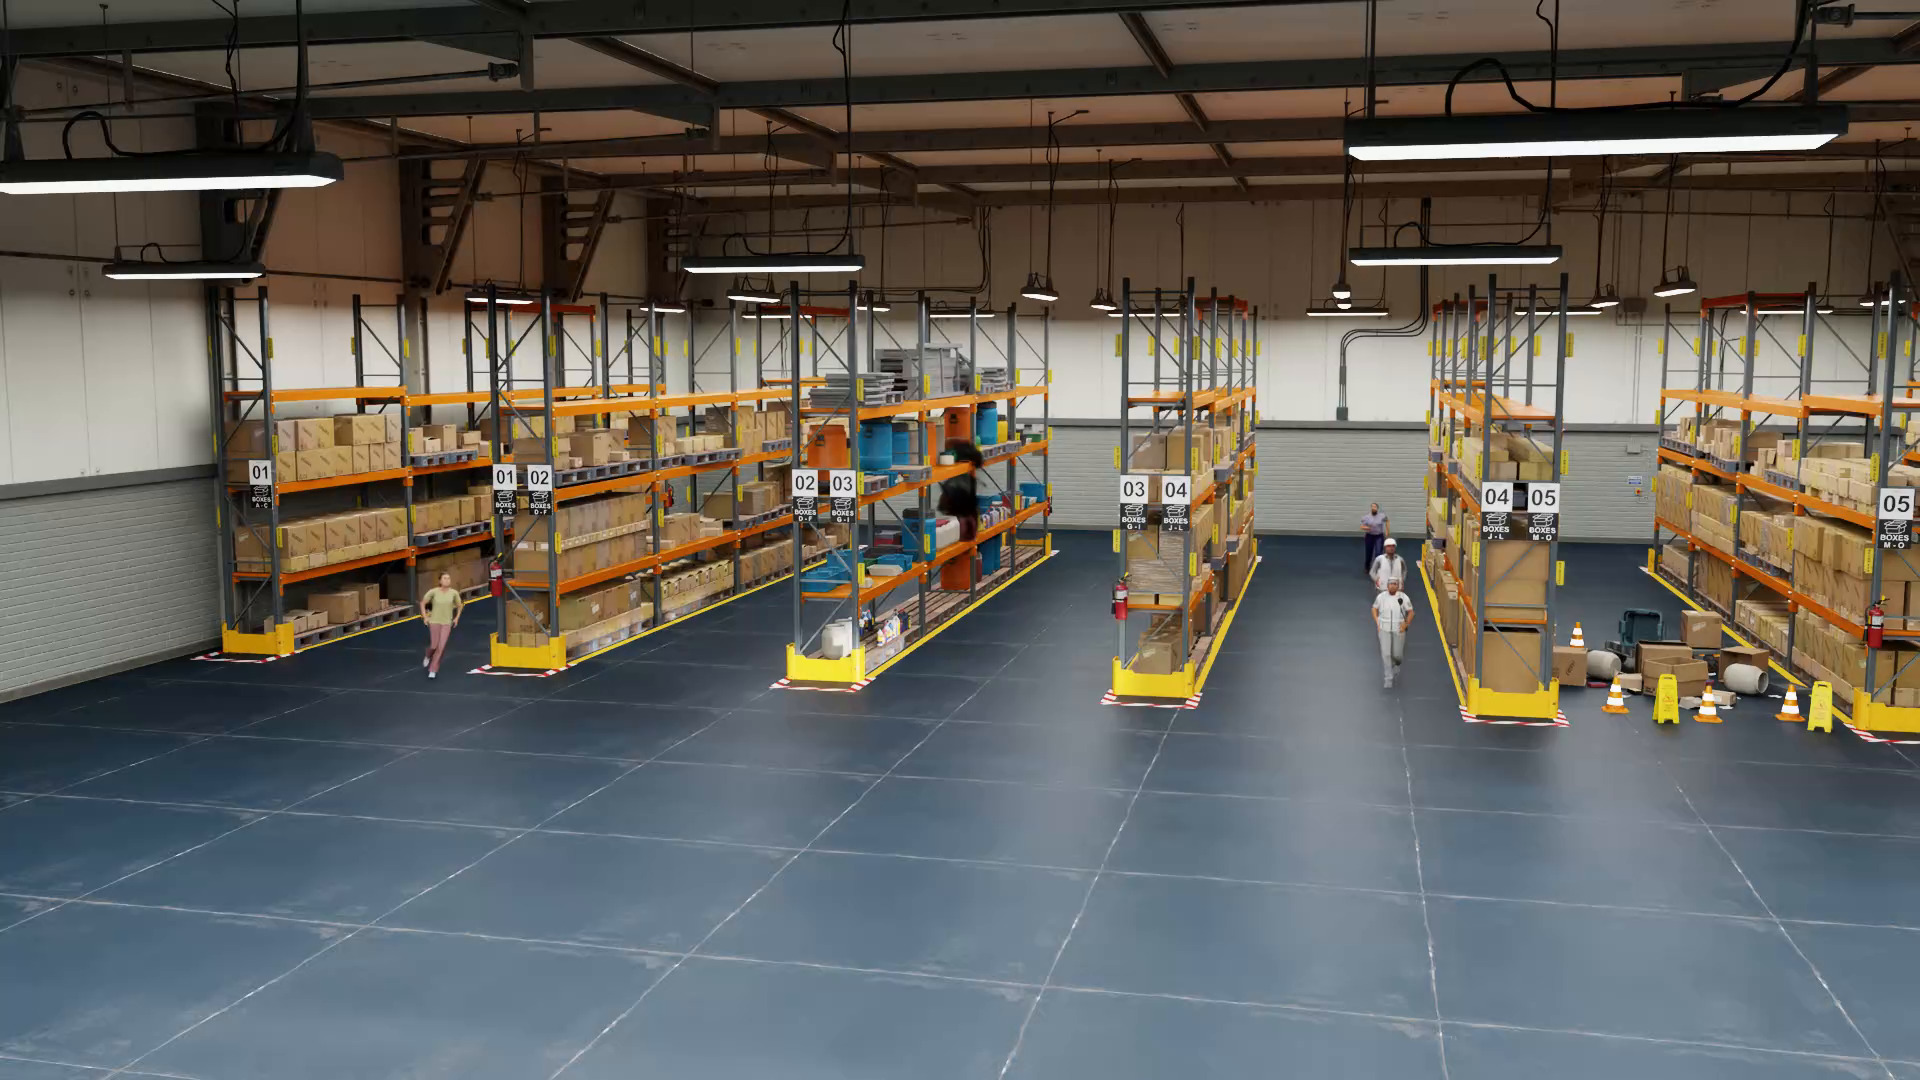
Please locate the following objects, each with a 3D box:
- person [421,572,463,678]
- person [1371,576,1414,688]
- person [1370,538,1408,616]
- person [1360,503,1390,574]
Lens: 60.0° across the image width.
[{"bbox_3d":[-7.933,1.323,25.531,0.614,1.507,0.599,-3,7,-25],"label":"person"},{"bbox_3d":[6.464,1.358,24.880,0.617,1.641,0.709,2,7,16],"label":"person"},{"bbox_3d":[7.452,0.839,28.886,0.663,1.750,0.756,0,7,4],"label":"person"},{"bbox_3d":[9.073,0.017,36.395,0.614,1.692,0.887,2,7,15],"label":"person"}]
